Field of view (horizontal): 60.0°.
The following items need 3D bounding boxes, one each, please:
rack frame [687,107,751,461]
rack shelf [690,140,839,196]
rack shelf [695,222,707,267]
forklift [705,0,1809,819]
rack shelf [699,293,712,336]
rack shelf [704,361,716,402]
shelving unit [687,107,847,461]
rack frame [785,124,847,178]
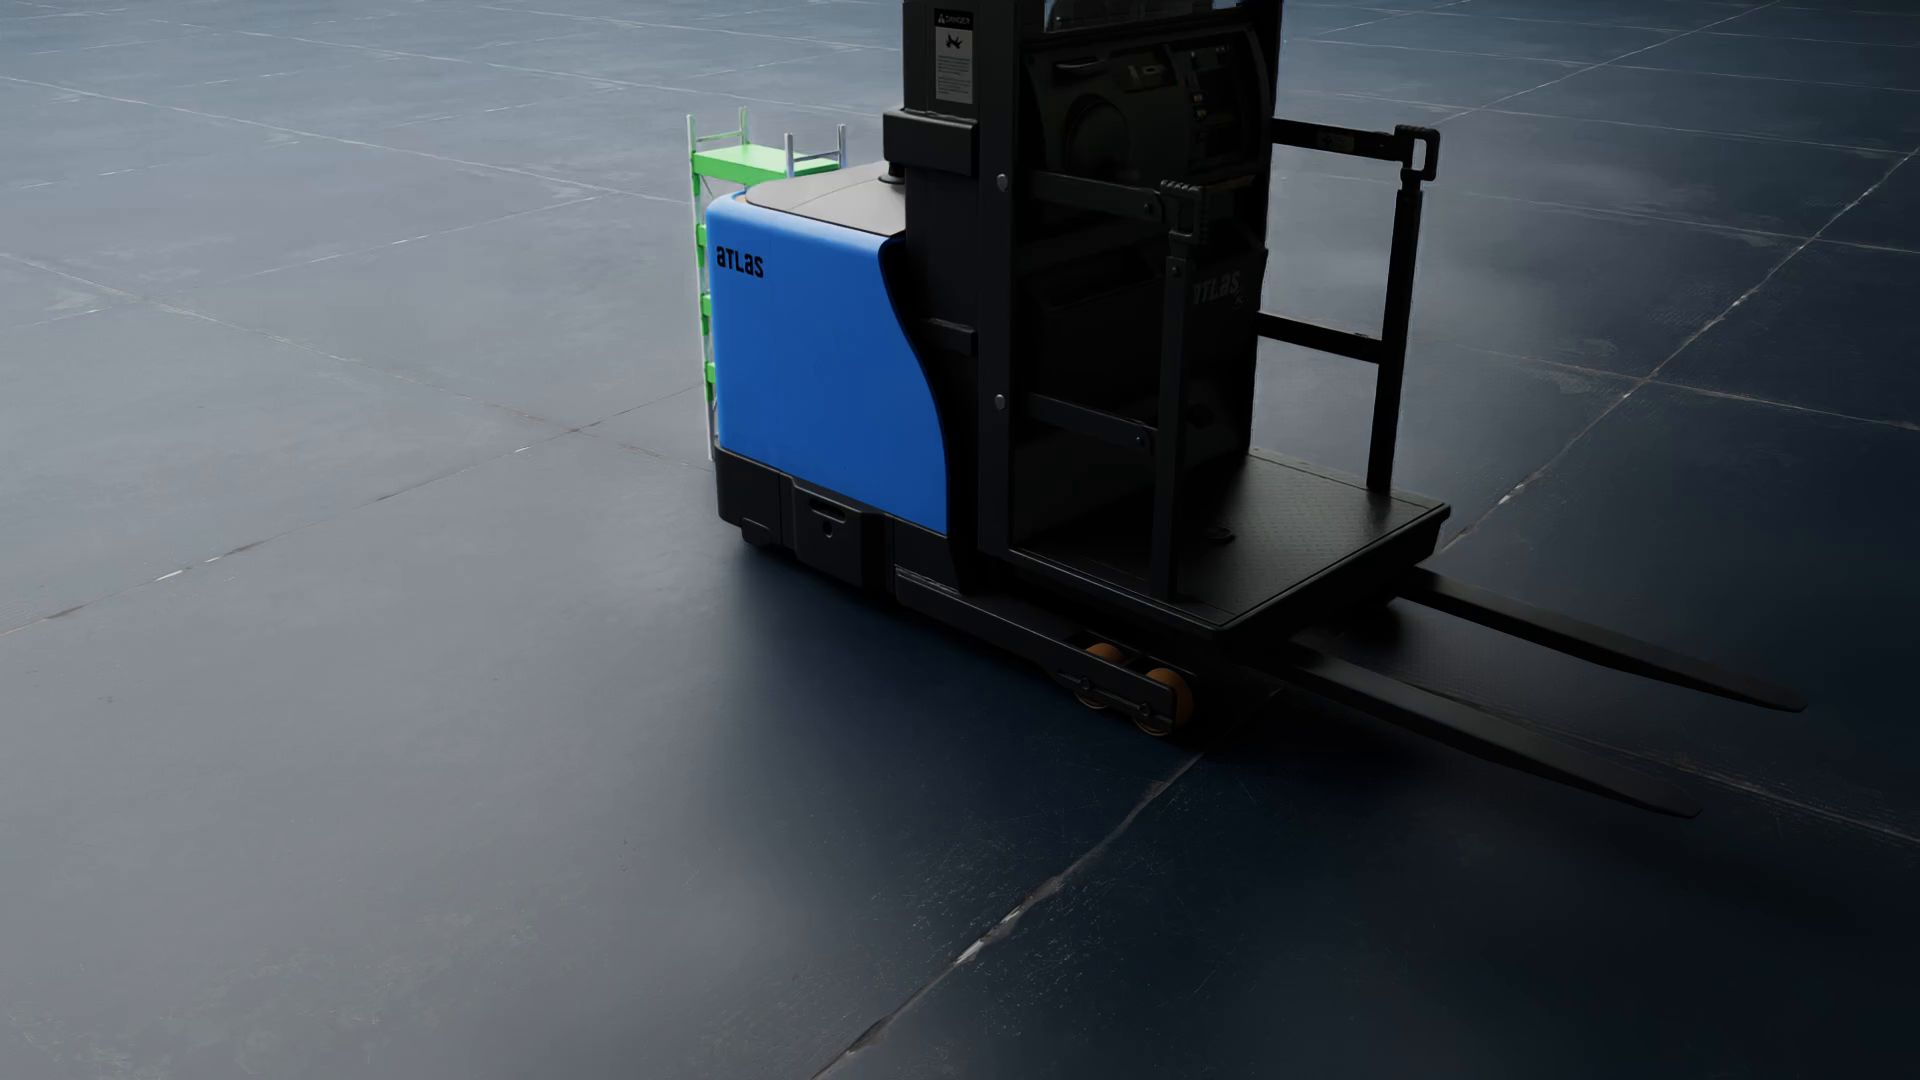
[{"bbox_3d":[-0.801,-0.865,5.726,0.015,1.200,0.240,21,32,39],"label":"rack frame"},{"bbox_3d":[-0.625,-1.178,5.403,0.480,0.148,0.258,21,32,39],"label":"rack shelf"},{"bbox_3d":[-0.625,-0.958,5.499,0.480,0.148,0.258,21,32,39],"label":"rack shelf"},{"bbox_3d":[0.645,-1.090,4.088,3.031,2.935,1.130,21,32,39],"label":"forklift"},{"bbox_3d":[-0.625,-0.738,5.596,0.480,0.148,0.258,21,32,39],"label":"rack shelf"},{"bbox_3d":[-0.625,-0.519,5.693,0.480,0.148,0.258,21,32,39],"label":"rack shelf"},{"bbox_3d":[-0.625,-0.797,5.570,0.503,1.200,0.258,21,32,39],"label":"shelving unit"},{"bbox_3d":[-0.450,-0.728,5.415,0.015,1.200,0.240,21,32,39],"label":"rack frame"}]
